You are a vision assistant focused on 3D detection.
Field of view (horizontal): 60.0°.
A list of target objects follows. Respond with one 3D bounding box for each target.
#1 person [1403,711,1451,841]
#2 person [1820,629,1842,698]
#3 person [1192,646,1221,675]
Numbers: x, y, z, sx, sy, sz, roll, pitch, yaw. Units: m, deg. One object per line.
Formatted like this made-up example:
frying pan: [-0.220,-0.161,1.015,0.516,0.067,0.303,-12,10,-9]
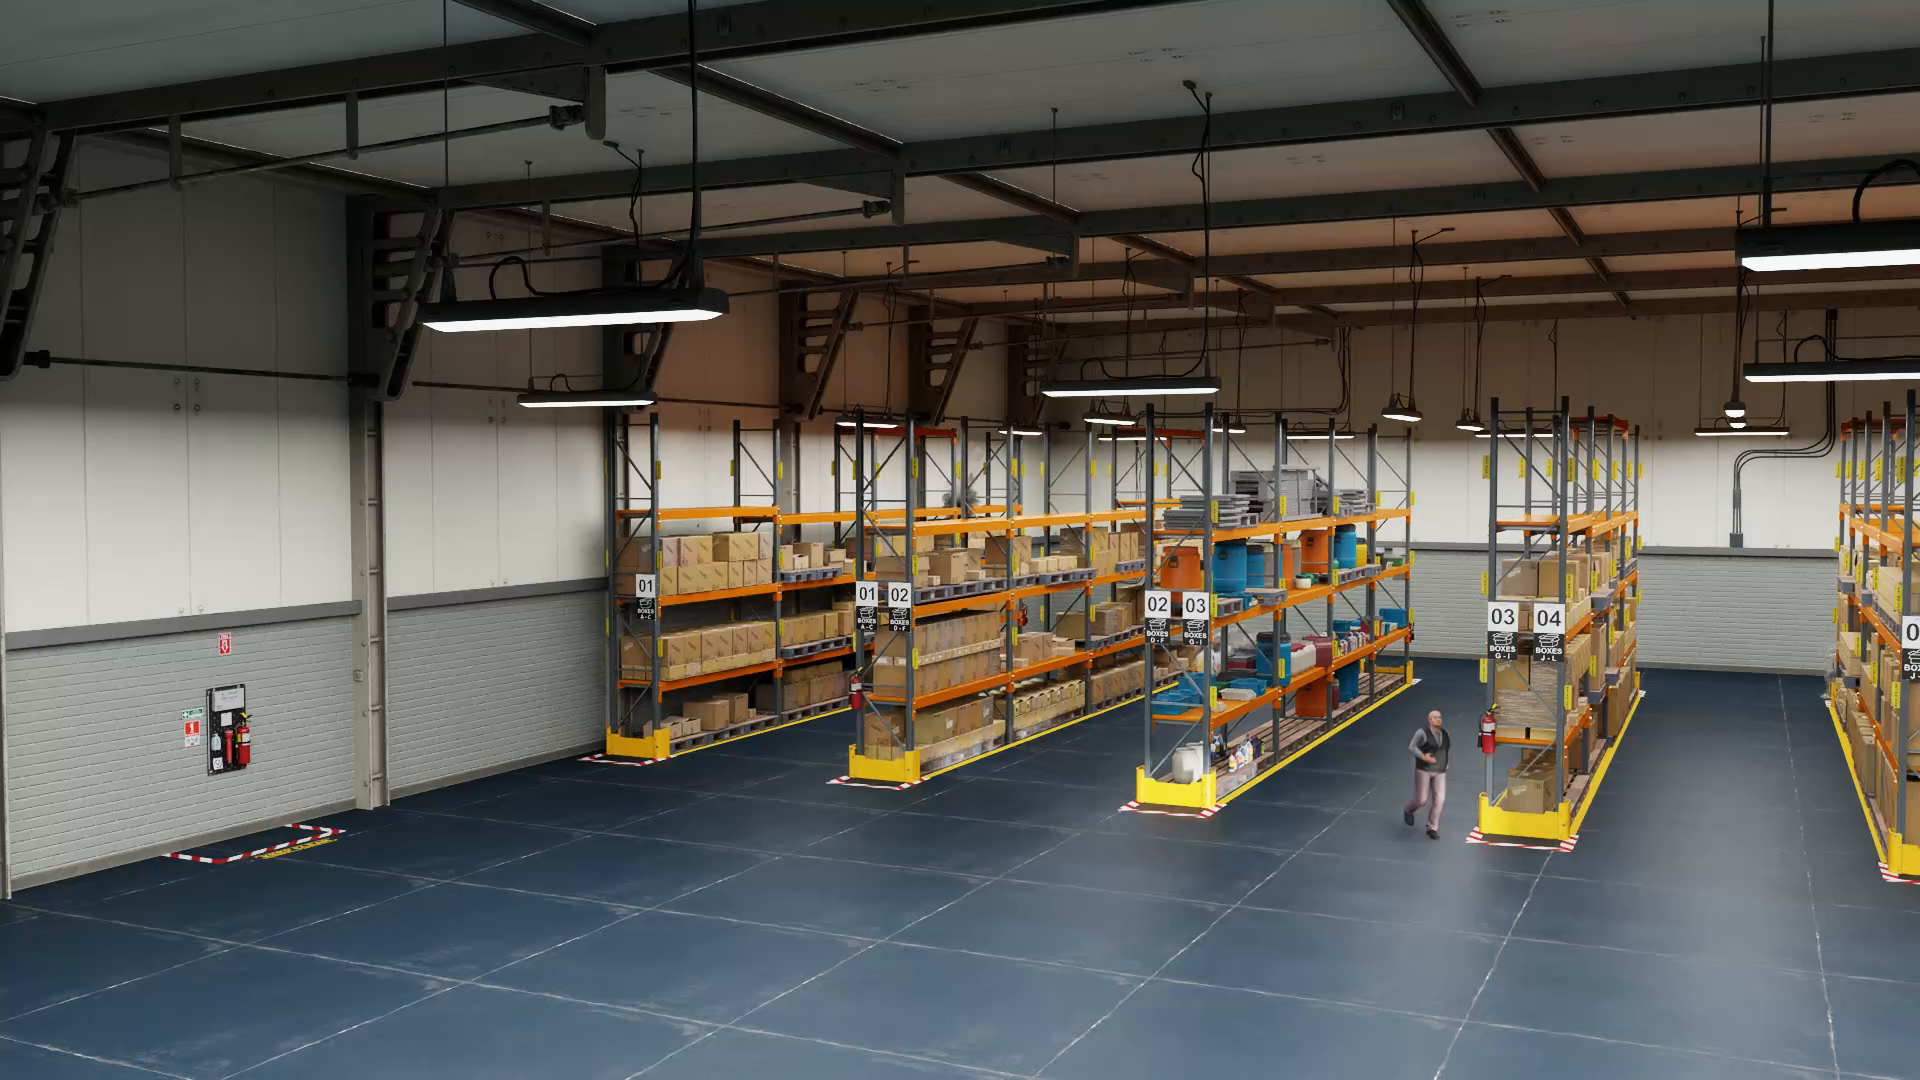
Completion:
person: [6.468,3.196,22.836,0.672,1.724,0.837,0,2,-8]
person: [19.165,2.704,36.247,0.687,1.554,0.604,1,3,19]
person: [4.901,2.800,32.987,0.614,1.638,0.578,1,3,21]
